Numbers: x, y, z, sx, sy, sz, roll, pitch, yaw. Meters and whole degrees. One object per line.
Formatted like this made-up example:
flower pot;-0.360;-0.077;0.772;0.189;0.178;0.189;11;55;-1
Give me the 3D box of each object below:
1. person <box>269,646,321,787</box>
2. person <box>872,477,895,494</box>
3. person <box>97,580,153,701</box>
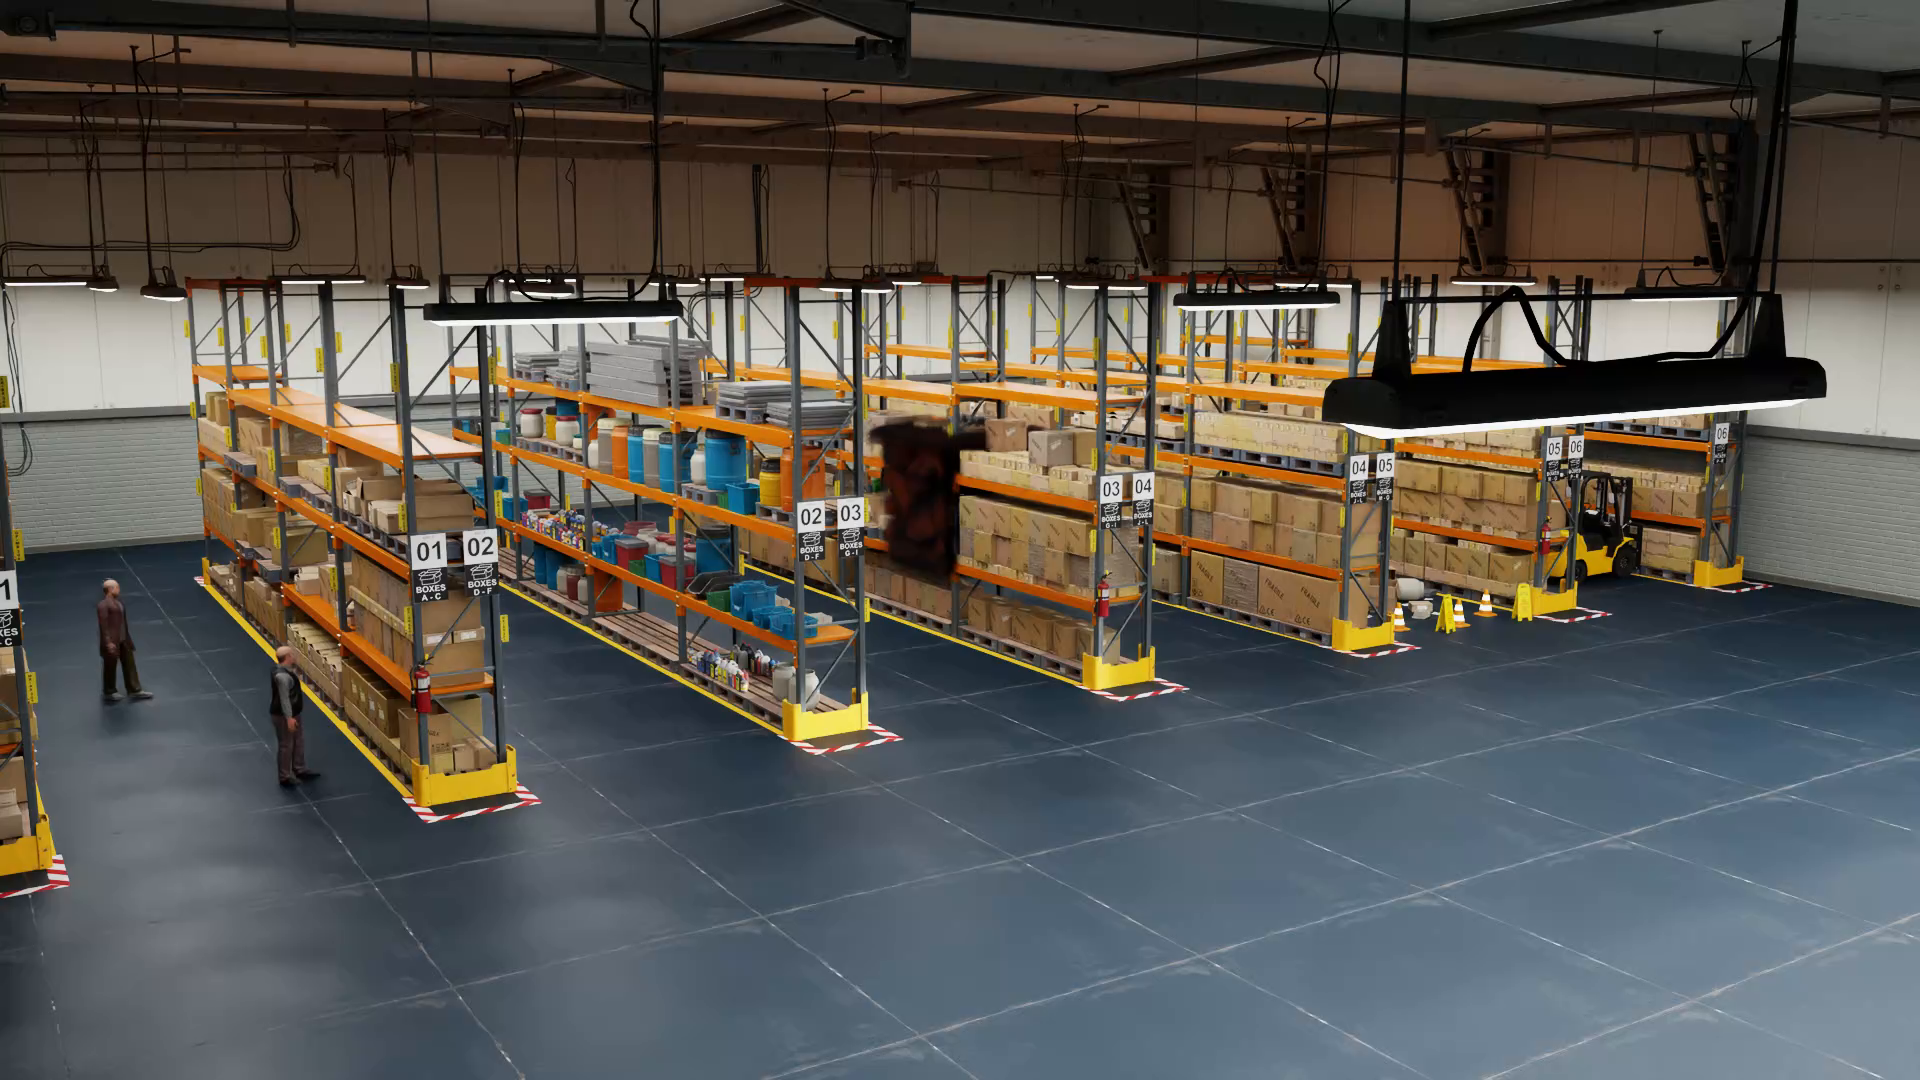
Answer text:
person;-8.127;2.131;20.221;0.473;1.725;0.582;-1;10;-5
person;-1.953;-1.645;42.415;0.842;1.763;0.578;-5;11;-29
person;-12.180;1.454;24.067;0.669;1.779;0.588;3;10;16
